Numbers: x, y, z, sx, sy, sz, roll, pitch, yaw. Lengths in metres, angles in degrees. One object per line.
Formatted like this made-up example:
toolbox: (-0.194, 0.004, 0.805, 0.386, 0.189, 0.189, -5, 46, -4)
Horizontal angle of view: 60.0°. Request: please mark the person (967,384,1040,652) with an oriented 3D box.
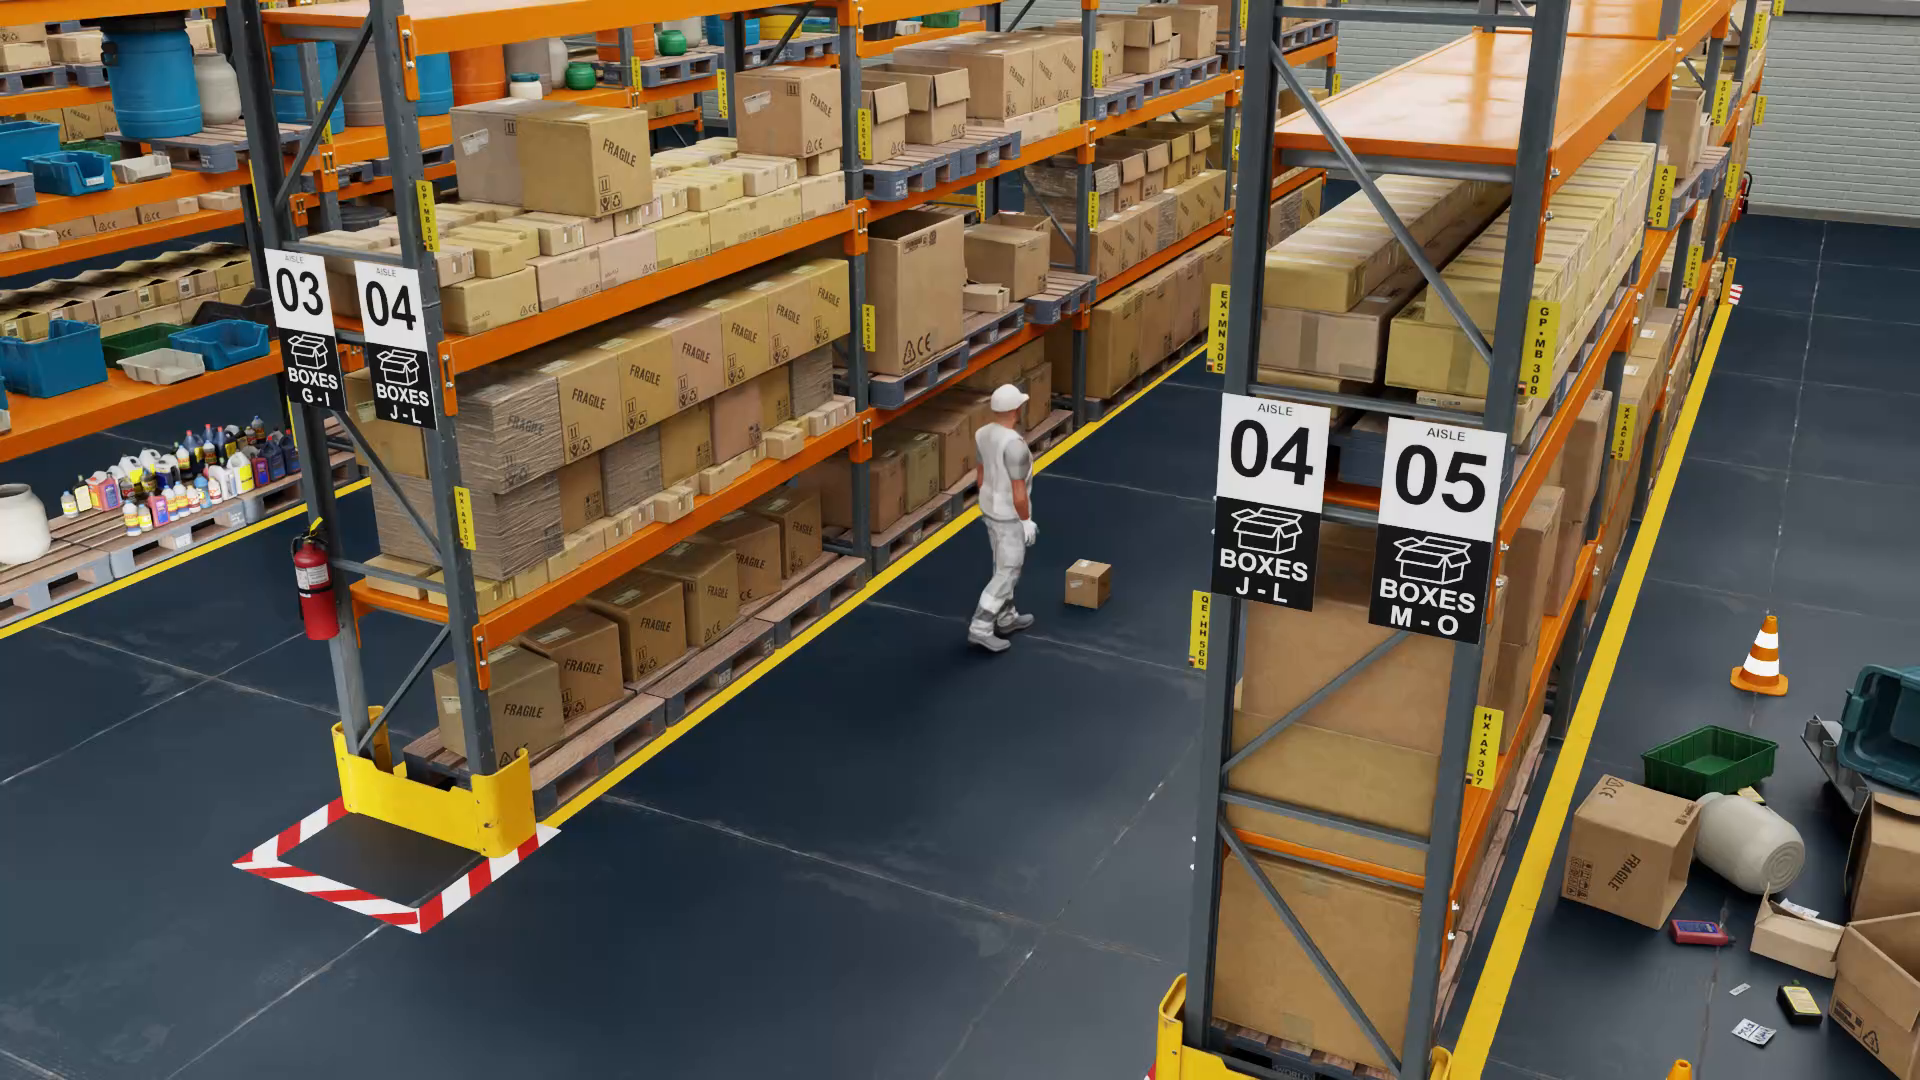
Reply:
person: (0.286, -0.164, 11.109, 0.609, 1.795, 0.557, -10, 25, -23)
